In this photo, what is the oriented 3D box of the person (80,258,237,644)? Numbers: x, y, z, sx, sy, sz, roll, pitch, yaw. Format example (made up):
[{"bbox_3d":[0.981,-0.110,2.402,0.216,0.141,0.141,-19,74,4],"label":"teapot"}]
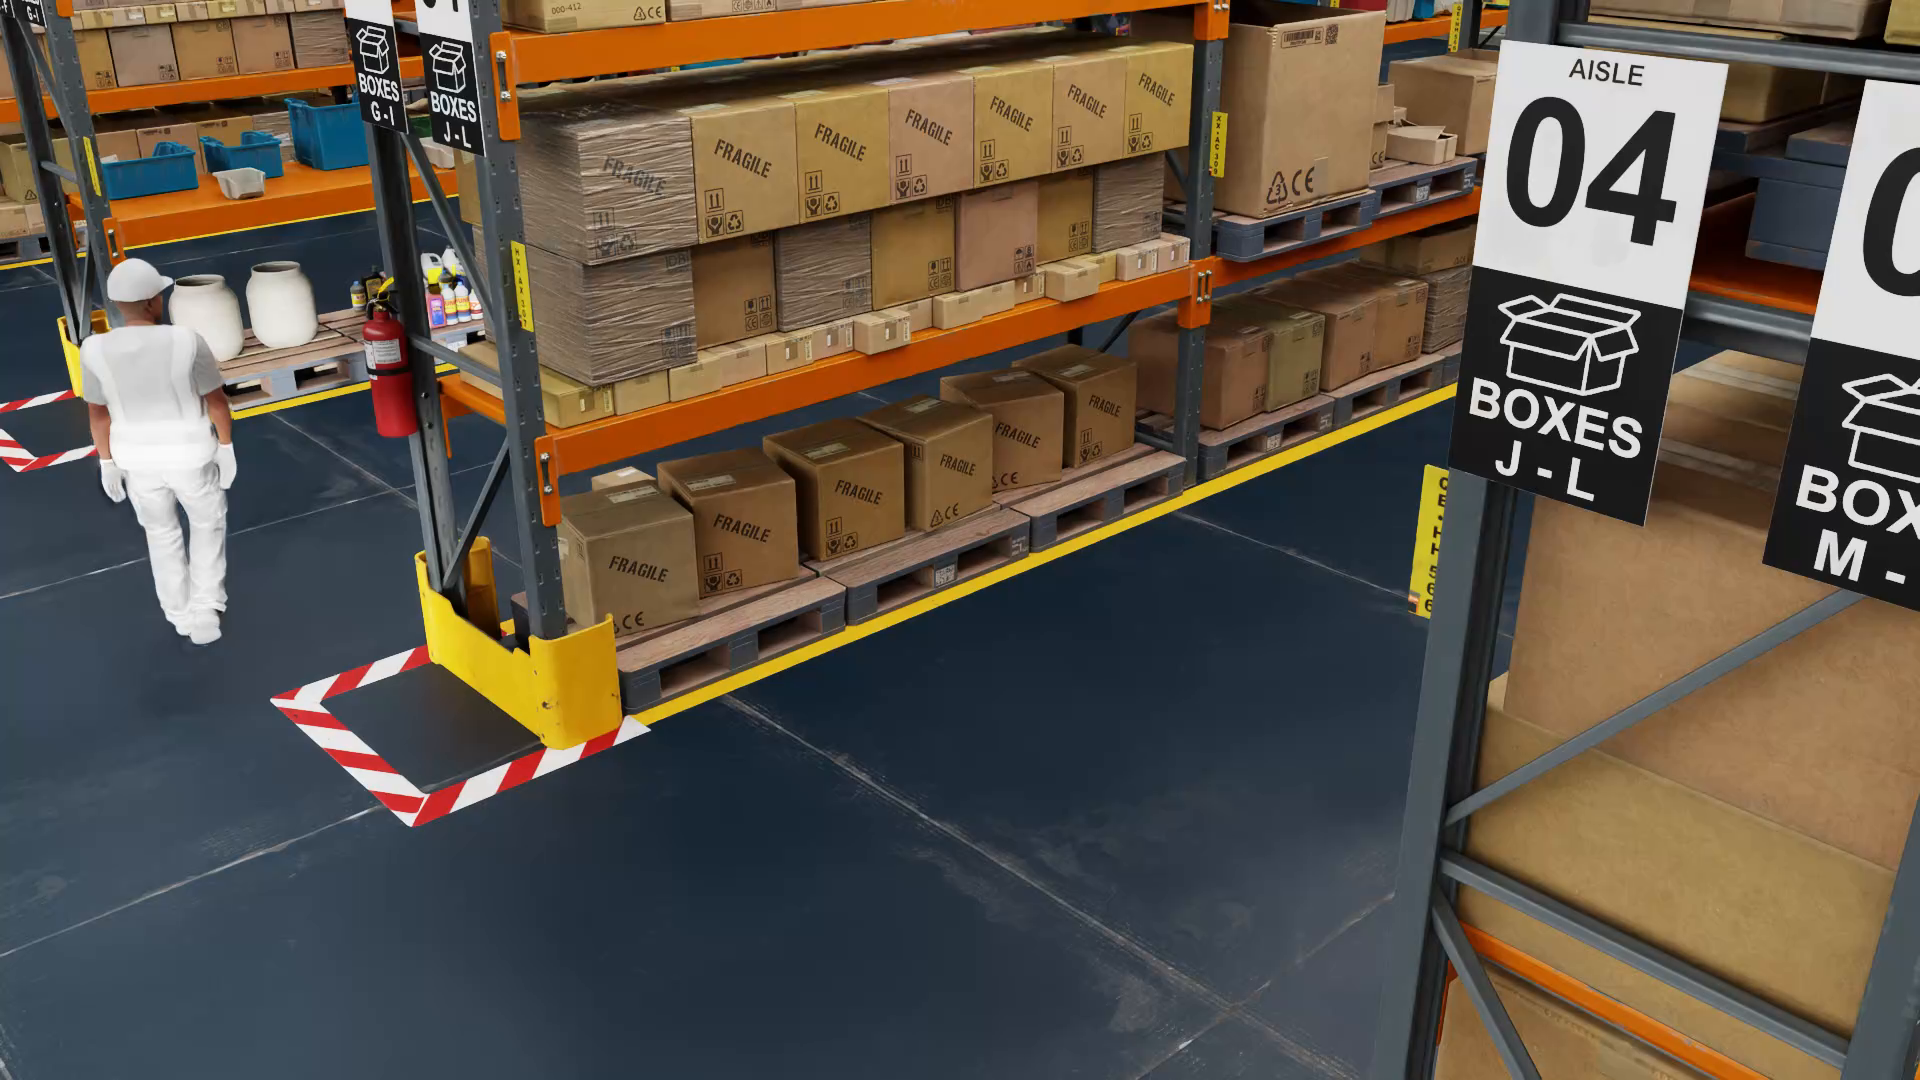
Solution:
[{"bbox_3d":[-3.497,-0.369,7.357,0.574,1.777,0.645,-7,25,-15],"label":"person"}]
